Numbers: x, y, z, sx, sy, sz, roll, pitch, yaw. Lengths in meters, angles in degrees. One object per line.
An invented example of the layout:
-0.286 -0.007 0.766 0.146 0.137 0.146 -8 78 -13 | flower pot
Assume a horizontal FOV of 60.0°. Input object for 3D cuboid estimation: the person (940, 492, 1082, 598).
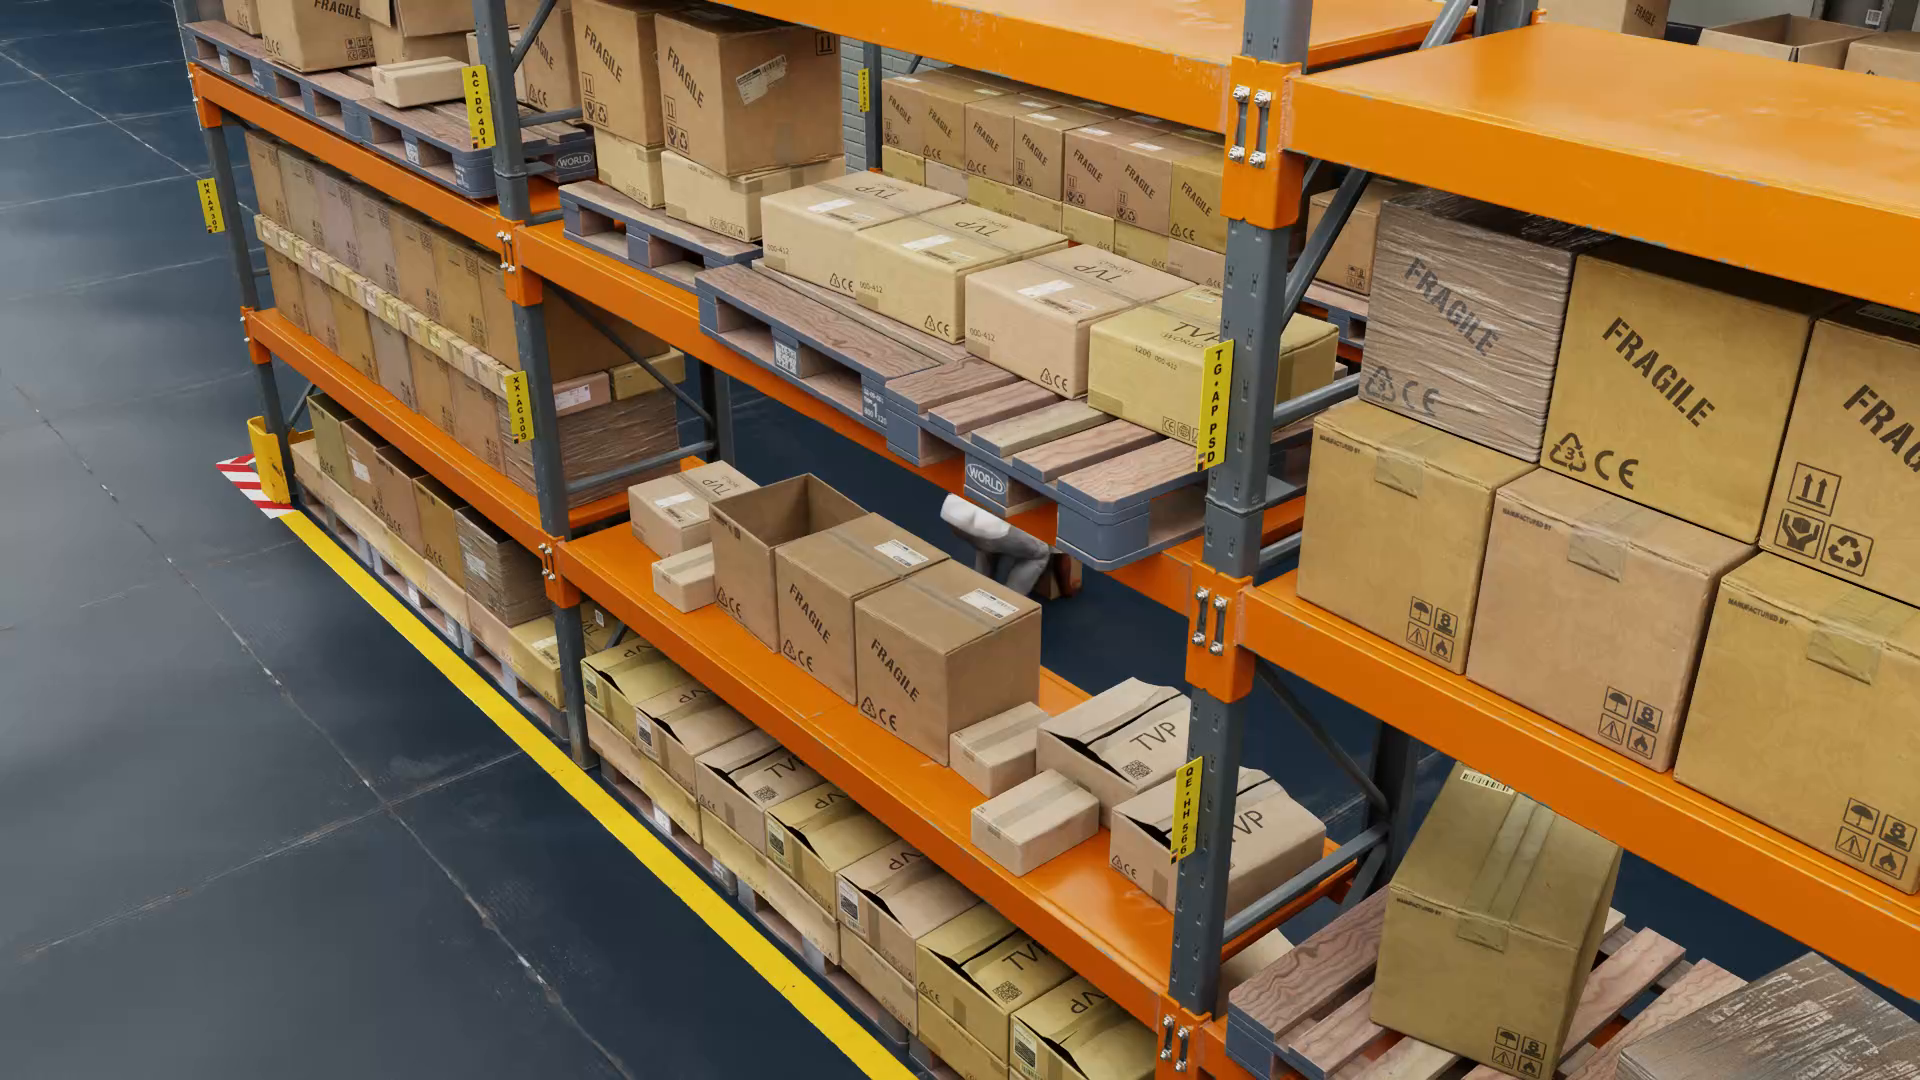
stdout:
0.326 -0.020 9.566 0.977 0.907 0.515 -24 36 -37 | person
